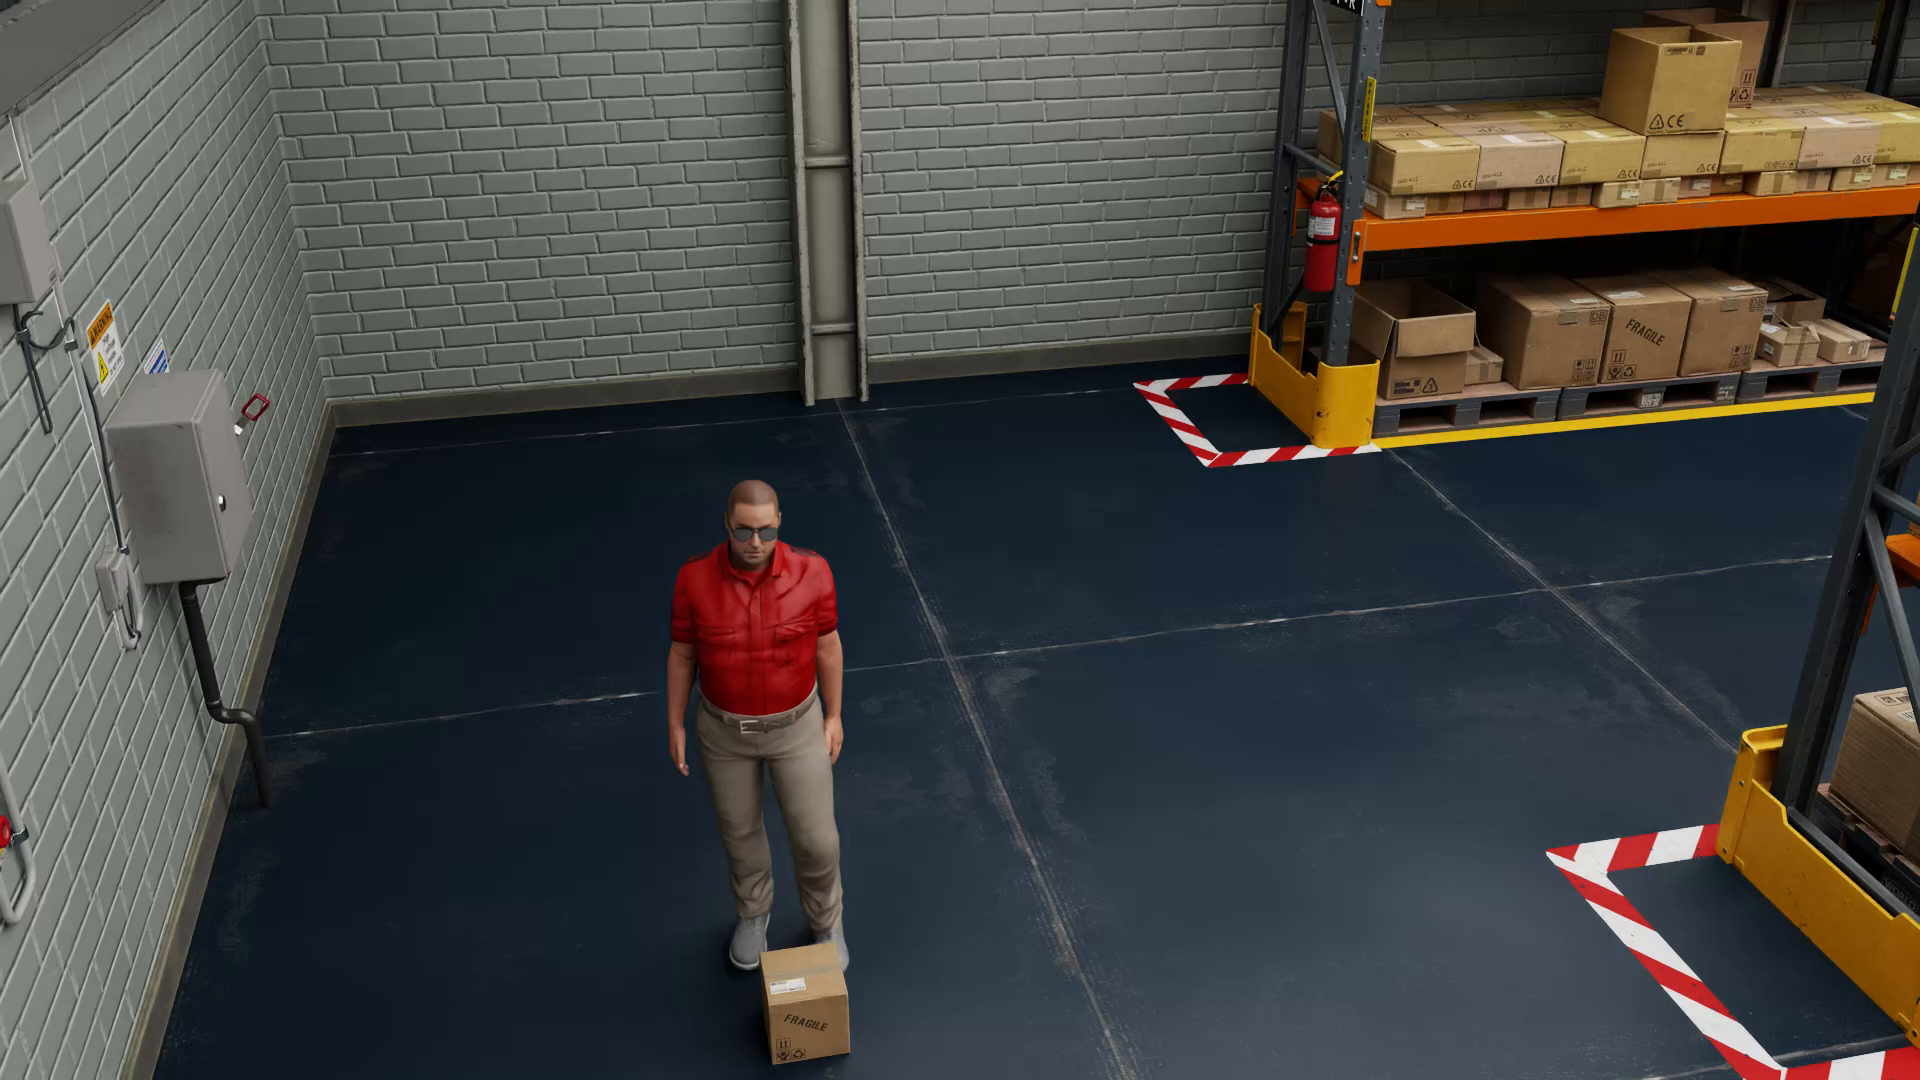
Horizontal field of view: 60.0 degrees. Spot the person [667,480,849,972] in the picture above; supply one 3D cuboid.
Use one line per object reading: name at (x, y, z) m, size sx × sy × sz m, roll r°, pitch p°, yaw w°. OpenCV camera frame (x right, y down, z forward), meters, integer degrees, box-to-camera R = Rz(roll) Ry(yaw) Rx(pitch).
person at (-0.660, 0.691, 5.407) m, size 0.573 × 1.699 × 0.409 m, roll -2°, pitch 27°, yaw -3°
